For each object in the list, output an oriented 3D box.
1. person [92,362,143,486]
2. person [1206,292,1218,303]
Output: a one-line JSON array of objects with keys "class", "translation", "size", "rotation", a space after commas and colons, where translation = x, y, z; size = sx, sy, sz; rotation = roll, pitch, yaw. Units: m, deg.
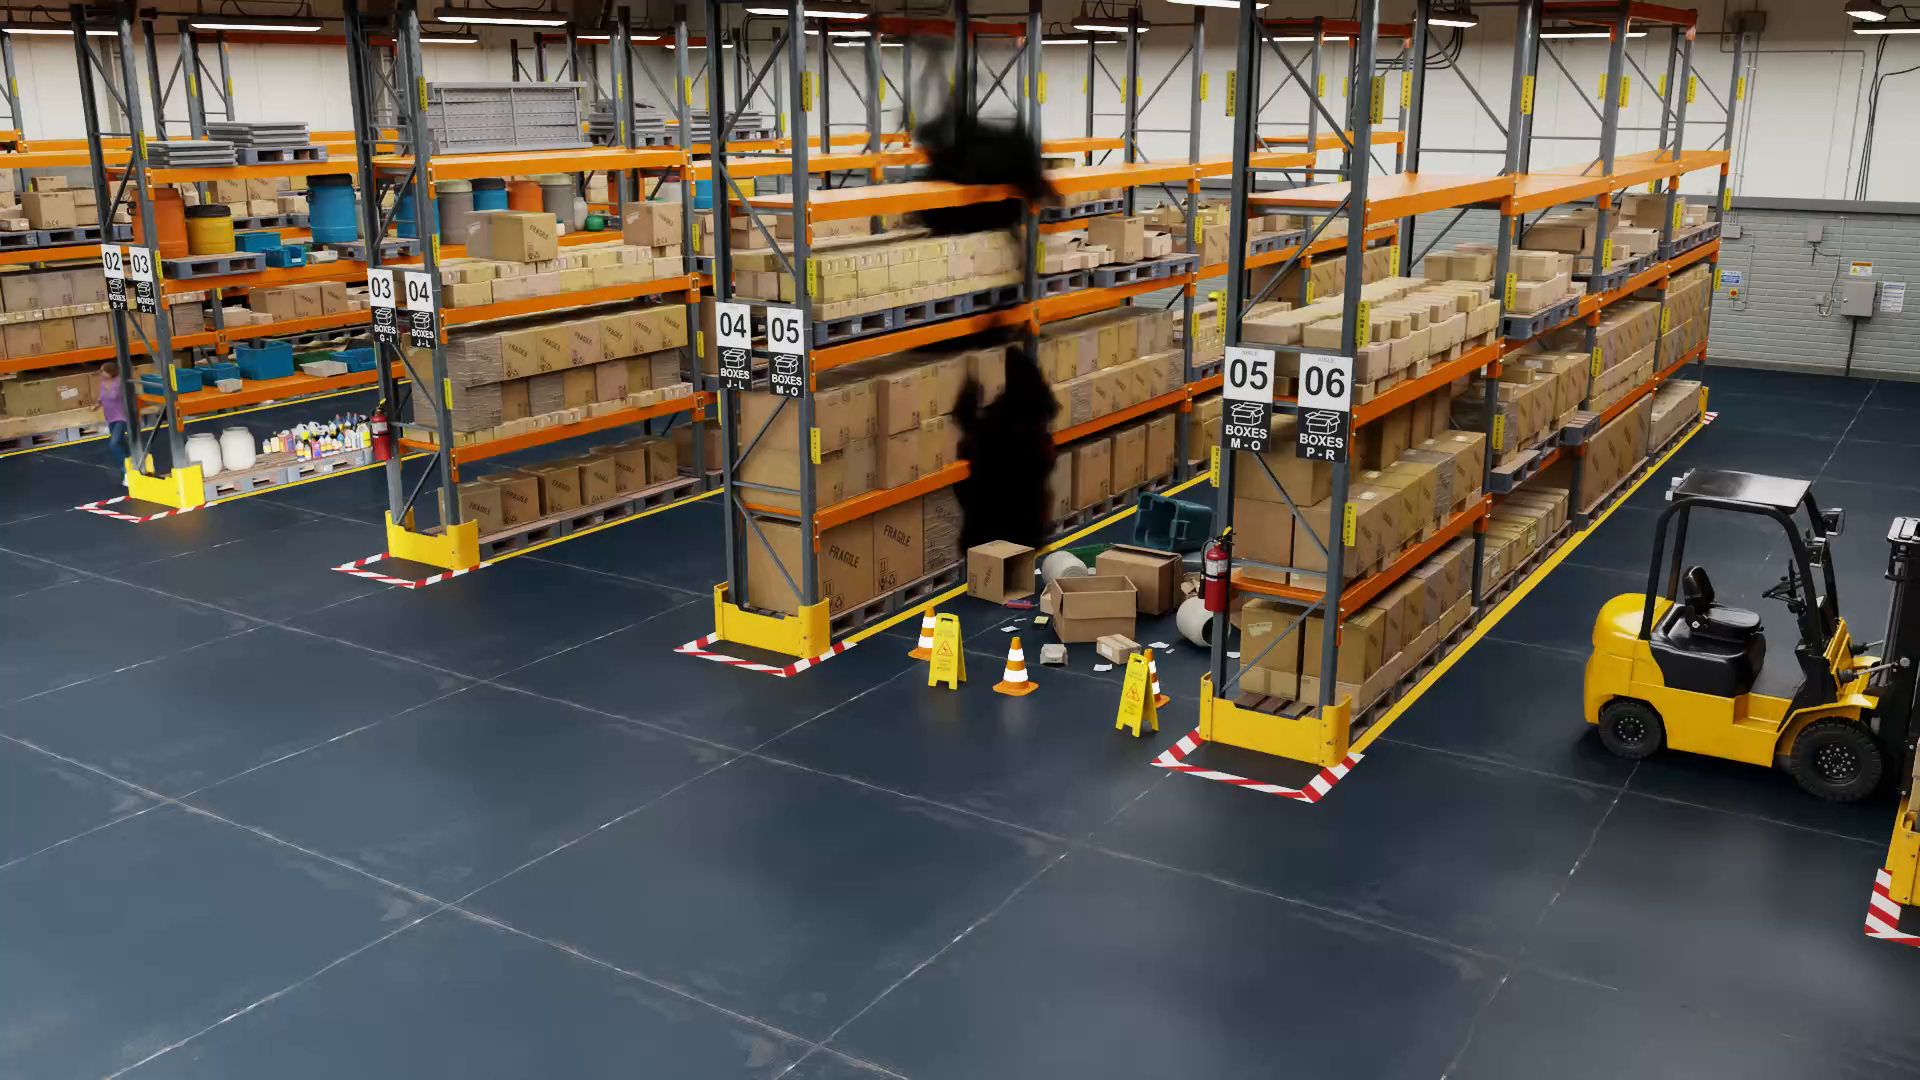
[{"class": "person", "translation": [-10.996, -1.521, 21.741], "size": [0.565, 1.633, 0.678], "rotation": [6, 17, 22]}, {"class": "person", "translation": [4.254, -3.288, 27.805], "size": [0.731, 1.715, 0.710], "rotation": [14, 21, 42]}]
